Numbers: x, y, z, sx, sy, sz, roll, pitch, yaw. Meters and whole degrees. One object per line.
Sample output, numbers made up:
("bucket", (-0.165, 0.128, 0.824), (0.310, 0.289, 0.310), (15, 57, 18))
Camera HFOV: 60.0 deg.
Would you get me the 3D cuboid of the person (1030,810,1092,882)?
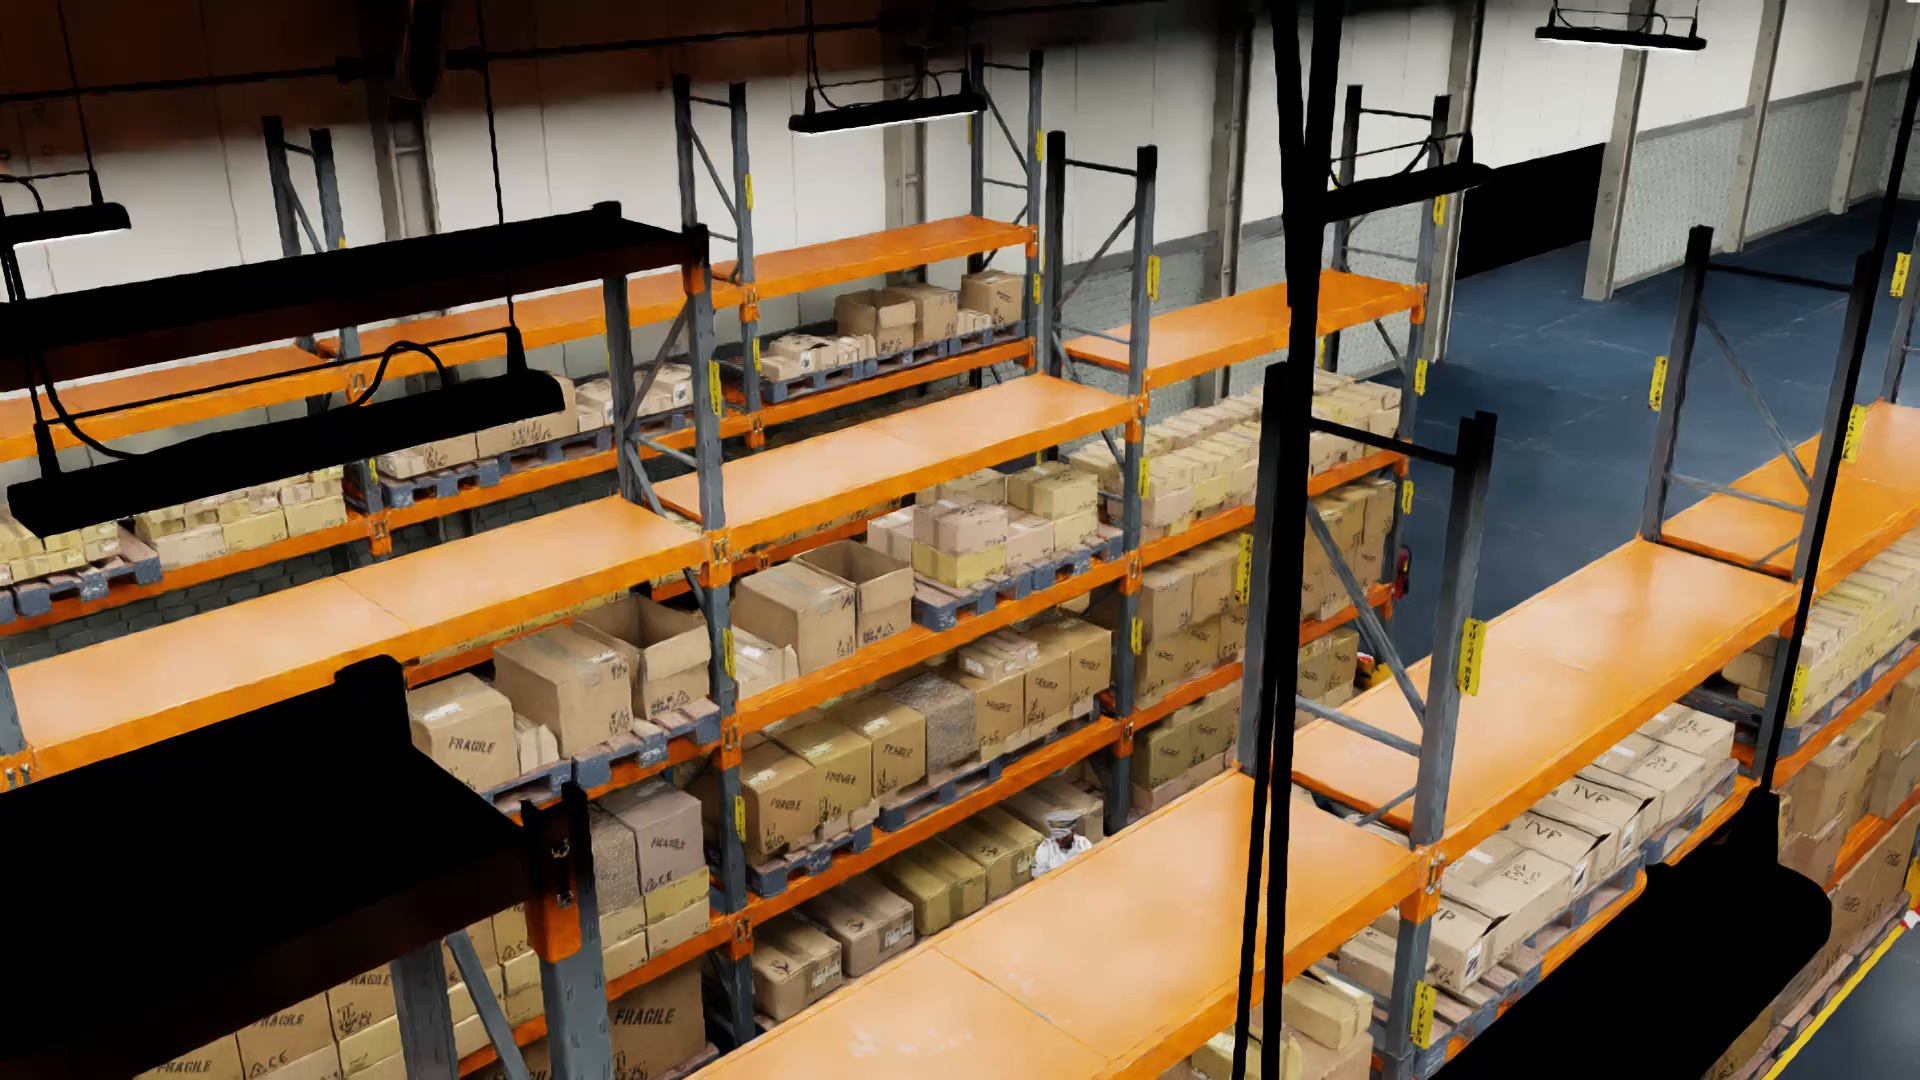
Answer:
("person", (0.747, 2.702, 12.105), (0.581, 1.664, 0.556), (-7, 24, -17))
